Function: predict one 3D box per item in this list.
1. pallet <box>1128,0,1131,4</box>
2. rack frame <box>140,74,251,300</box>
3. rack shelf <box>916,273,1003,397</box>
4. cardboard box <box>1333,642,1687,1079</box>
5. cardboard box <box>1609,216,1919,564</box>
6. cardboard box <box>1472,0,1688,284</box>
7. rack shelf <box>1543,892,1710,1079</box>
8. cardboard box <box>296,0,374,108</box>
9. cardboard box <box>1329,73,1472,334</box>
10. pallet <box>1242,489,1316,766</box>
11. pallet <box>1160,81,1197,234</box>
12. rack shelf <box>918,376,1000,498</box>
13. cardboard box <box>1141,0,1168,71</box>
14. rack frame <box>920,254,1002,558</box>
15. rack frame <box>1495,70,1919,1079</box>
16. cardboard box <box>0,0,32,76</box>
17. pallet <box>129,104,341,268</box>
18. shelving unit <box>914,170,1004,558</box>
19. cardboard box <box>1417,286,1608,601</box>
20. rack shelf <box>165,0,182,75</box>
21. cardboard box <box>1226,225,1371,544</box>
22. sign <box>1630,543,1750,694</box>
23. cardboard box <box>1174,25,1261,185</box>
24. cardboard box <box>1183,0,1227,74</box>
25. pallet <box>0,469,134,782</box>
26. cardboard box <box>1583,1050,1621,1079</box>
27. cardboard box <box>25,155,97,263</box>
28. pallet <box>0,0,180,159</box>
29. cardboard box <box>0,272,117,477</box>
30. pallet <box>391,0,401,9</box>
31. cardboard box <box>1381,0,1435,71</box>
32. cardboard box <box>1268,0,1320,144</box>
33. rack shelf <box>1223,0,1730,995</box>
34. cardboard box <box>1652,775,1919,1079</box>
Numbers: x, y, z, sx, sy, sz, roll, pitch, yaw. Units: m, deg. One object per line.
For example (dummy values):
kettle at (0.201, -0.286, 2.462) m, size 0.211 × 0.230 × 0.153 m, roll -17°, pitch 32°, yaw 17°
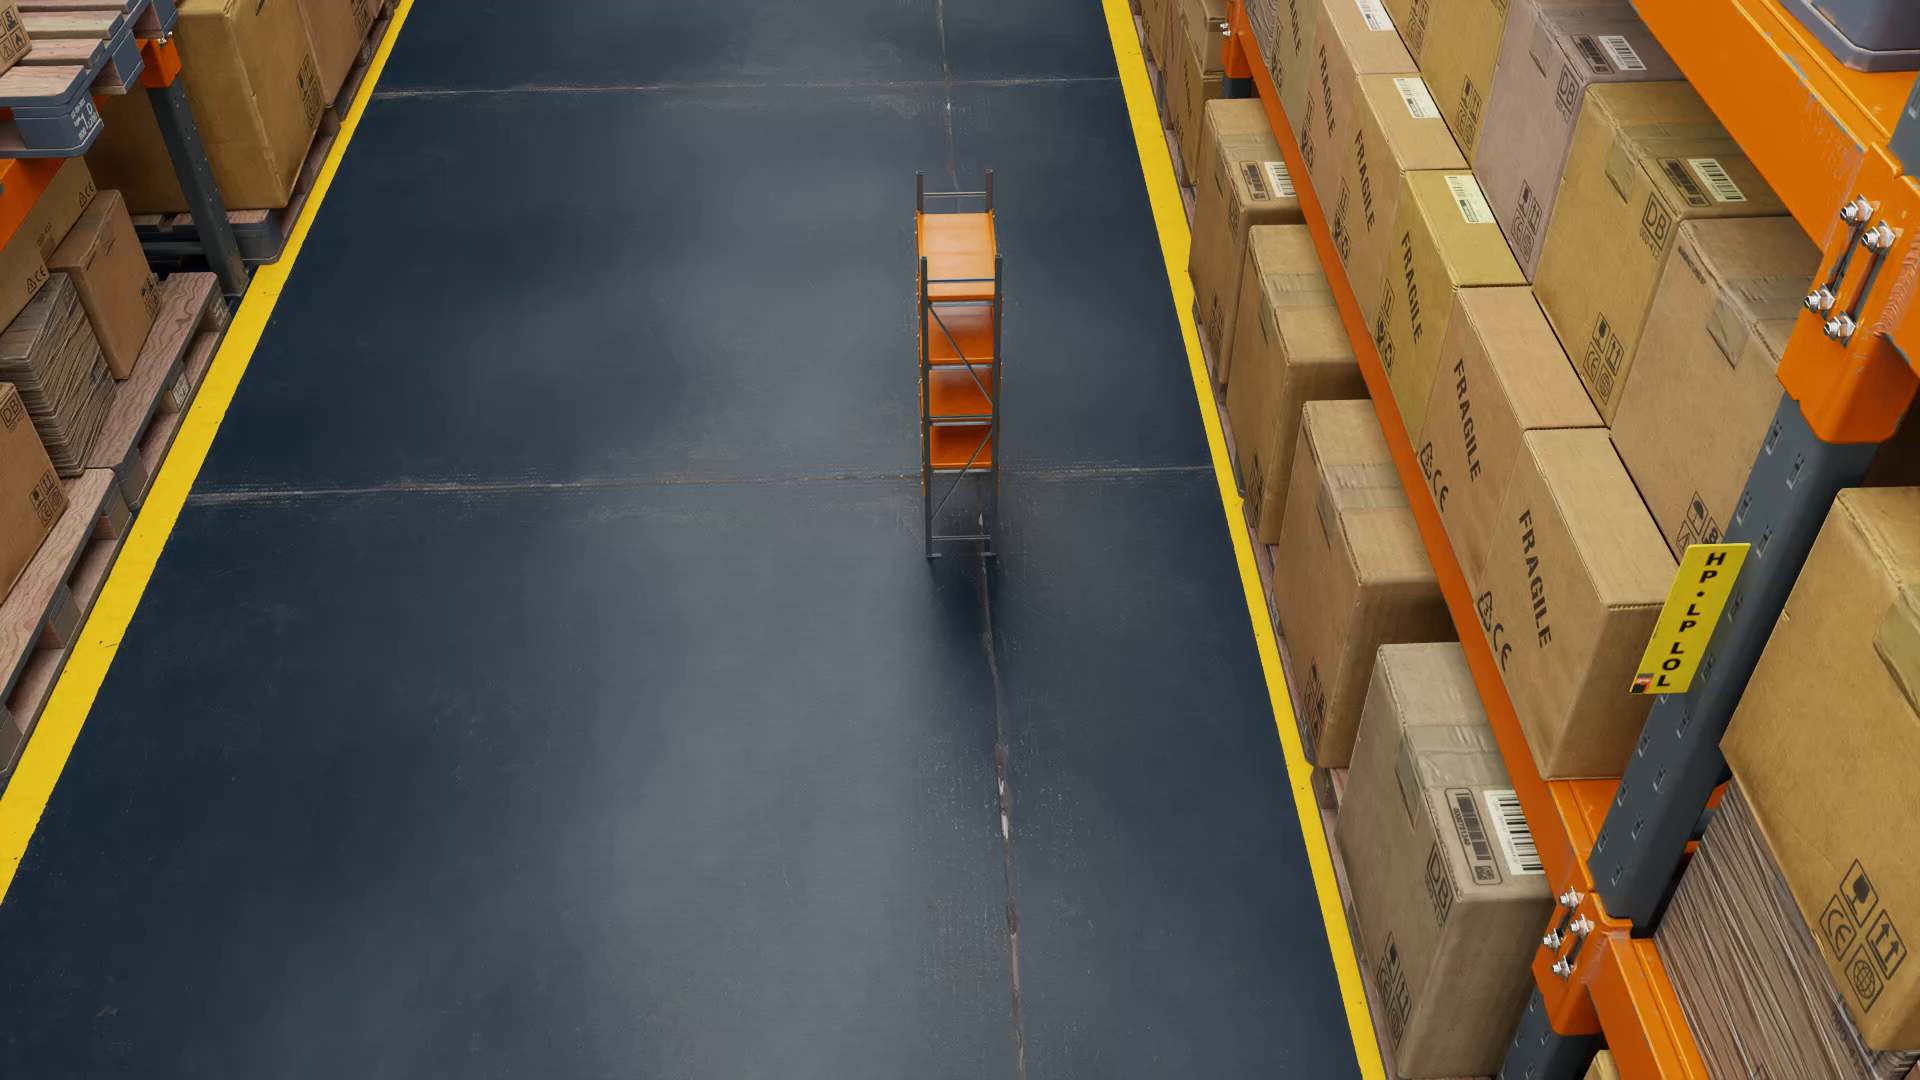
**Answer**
pallet at (1.374, -3.344, 9.242) m, size 1.003 × 0.211 × 1.213 m, roll -2°, pitch 43°, yaw -2°
rack frame at (-3.450, -2.123, 5.847) m, size 1.000 × 3.000 × 0.127 m, roll -2°, pitch 43°, yaw -2°
rack shelf at (-0.007, -0.669, 5.361) m, size 0.258 × 0.148 × 0.480 m, roll -2°, pitch 43°, yaw -2°
cardboard box at (1.563, 0.761, 4.054) m, size 1.050 × 0.750 × 0.750 m, roll -2°, pitch 43°, yaw -2°
cardboard box at (1.652, -0.238, 2.975) m, size 0.700 × 0.500 × 0.500 m, roll -2°, pitch 43°, yaw -3°
cardboard box at (1.608, -0.926, 3.726) m, size 0.700 × 0.500 × 0.500 m, roll -1°, pitch 43°, yaw -1°
rack shelf at (1.764, 2.118, 1.752) m, size 1.077 × 0.370 × 4.000 m, roll -2°, pitch 43°, yaw -2°
cardboard box at (-3.489, -2.564, 7.588) m, size 1.225 × 0.875 × 0.875 m, roll -2°, pitch 43°, yaw -2°
cardboard box at (1.323, -0.904, 4.442) m, size 0.500 × 0.500 × 0.500 m, roll -2°, pitch 43°, yaw -2°
pallet at (1.517, 0.186, 5.390) m, size 1.003 × 0.211 × 1.213 m, roll -2°, pitch 43°, yaw -2°
pallet at (1.478, -1.697, 7.445) m, size 1.003 × 0.211 × 1.213 m, roll -2°, pitch 43°, yaw -2°
rack shelf at (-0.007, -0.358, 5.646) m, size 0.258 × 0.148 × 0.480 m, roll -2°, pitch 43°, yaw -2°
cardboard box at (1.163, -2.575, 7.878) m, size 0.500 × 0.500 × 0.500 m, roll -3°, pitch 43°, yaw -4°
rack frame at (0.003, -0.389, 5.287) m, size 0.240 × 1.200 × 0.015 m, roll -2°, pitch 43°, yaw -2°
rack frame at (1.676, 0.503, 2.981) m, size 0.949 × 2.616 × 0.053 m, roll -2°, pitch 43°, yaw -2°
cardboard box at (-3.264, -1.578, 4.867) m, size 0.700 × 0.500 × 0.500 m, roll 4°, pitch 43°, yaw 5°
pallet at (-3.408, -1.630, 7.372) m, size 1.003 × 0.211 × 1.213 m, roll -2°, pitch 43°, yaw -2°
shelving unit at (-0.007, -0.554, 5.466) m, size 0.258 × 1.200 × 0.503 m, roll -2°, pitch 43°, yaw -2°
cardboard box at (1.369, -0.220, 3.696) m, size 0.500 × 0.500 × 0.500 m, roll -2°, pitch 43°, yaw -2°
rack shelf at (-3.535, -3.208, 7.563) m, size 1.077 × 0.370 × 4.000 m, roll -2°, pitch 43°, yaw -2°
cardboard box at (1.486, -0.519, 5.451) m, size 1.050 × 0.750 × 0.750 m, roll -1°, pitch 43°, yaw -1°
sign at (1.138, 0.127, 2.593) m, size 0.100 × 0.325 × 0.005 m, roll -2°, pitch 43°, yaw -2°
cardboard box at (1.220, -1.868, 7.107) m, size 0.500 × 0.500 × 0.500 m, roll -2°, pitch 43°, yaw -2°
cardboard box at (1.219, -2.162, 6.872) m, size 0.500 × 0.250 × 0.500 m, roll -3°, pitch 43°, yaw -3°
pallet at (-3.370, 0.254, 5.317) m, size 1.003 × 0.211 × 1.213 m, roll -2°, pitch 43°, yaw -2°
cardboard box at (1.636, 1.558, 3.092) m, size 0.875 × 0.875 × 0.875 m, roll -1°, pitch 43°, yaw -1°
cardboard box at (-3.392, -1.189, 5.797) m, size 0.500 × 0.250 × 0.500 m, roll 0°, pitch 43°, yaw 0°
pallet at (-3.314, -1.575, 5.390) m, size 1.213 × 0.211 × 1.003 m, roll -2°, pitch 43°, yaw -2°
cardboard box at (-3.365, -0.538, 5.642) m, size 0.700 × 0.500 × 0.500 m, roll -5°, pitch 43°, yaw -5°
pallet at (-3.512, -3.277, 9.169) m, size 1.003 × 0.211 × 1.213 m, roll -2°, pitch 43°, yaw -2°
cardboard box at (1.565, -1.612, 4.475) m, size 0.700 × 0.500 × 0.500 m, roll -2°, pitch 43°, yaw -2°
cardboard box at (1.283, -1.580, 5.180) m, size 0.500 × 0.500 × 0.500 m, roll -2°, pitch 43°, yaw -2°
rack shelf at (1.594, -0.582, 4.698) m, size 1.077 × 0.370 × 4.000 m, roll -2°, pitch 43°, yaw -2°
cardboard box at (1.707, 0.696, 2.660) m, size 0.875 × 0.550 × 0.550 m, roll -2°, pitch 43°, yaw -2°
